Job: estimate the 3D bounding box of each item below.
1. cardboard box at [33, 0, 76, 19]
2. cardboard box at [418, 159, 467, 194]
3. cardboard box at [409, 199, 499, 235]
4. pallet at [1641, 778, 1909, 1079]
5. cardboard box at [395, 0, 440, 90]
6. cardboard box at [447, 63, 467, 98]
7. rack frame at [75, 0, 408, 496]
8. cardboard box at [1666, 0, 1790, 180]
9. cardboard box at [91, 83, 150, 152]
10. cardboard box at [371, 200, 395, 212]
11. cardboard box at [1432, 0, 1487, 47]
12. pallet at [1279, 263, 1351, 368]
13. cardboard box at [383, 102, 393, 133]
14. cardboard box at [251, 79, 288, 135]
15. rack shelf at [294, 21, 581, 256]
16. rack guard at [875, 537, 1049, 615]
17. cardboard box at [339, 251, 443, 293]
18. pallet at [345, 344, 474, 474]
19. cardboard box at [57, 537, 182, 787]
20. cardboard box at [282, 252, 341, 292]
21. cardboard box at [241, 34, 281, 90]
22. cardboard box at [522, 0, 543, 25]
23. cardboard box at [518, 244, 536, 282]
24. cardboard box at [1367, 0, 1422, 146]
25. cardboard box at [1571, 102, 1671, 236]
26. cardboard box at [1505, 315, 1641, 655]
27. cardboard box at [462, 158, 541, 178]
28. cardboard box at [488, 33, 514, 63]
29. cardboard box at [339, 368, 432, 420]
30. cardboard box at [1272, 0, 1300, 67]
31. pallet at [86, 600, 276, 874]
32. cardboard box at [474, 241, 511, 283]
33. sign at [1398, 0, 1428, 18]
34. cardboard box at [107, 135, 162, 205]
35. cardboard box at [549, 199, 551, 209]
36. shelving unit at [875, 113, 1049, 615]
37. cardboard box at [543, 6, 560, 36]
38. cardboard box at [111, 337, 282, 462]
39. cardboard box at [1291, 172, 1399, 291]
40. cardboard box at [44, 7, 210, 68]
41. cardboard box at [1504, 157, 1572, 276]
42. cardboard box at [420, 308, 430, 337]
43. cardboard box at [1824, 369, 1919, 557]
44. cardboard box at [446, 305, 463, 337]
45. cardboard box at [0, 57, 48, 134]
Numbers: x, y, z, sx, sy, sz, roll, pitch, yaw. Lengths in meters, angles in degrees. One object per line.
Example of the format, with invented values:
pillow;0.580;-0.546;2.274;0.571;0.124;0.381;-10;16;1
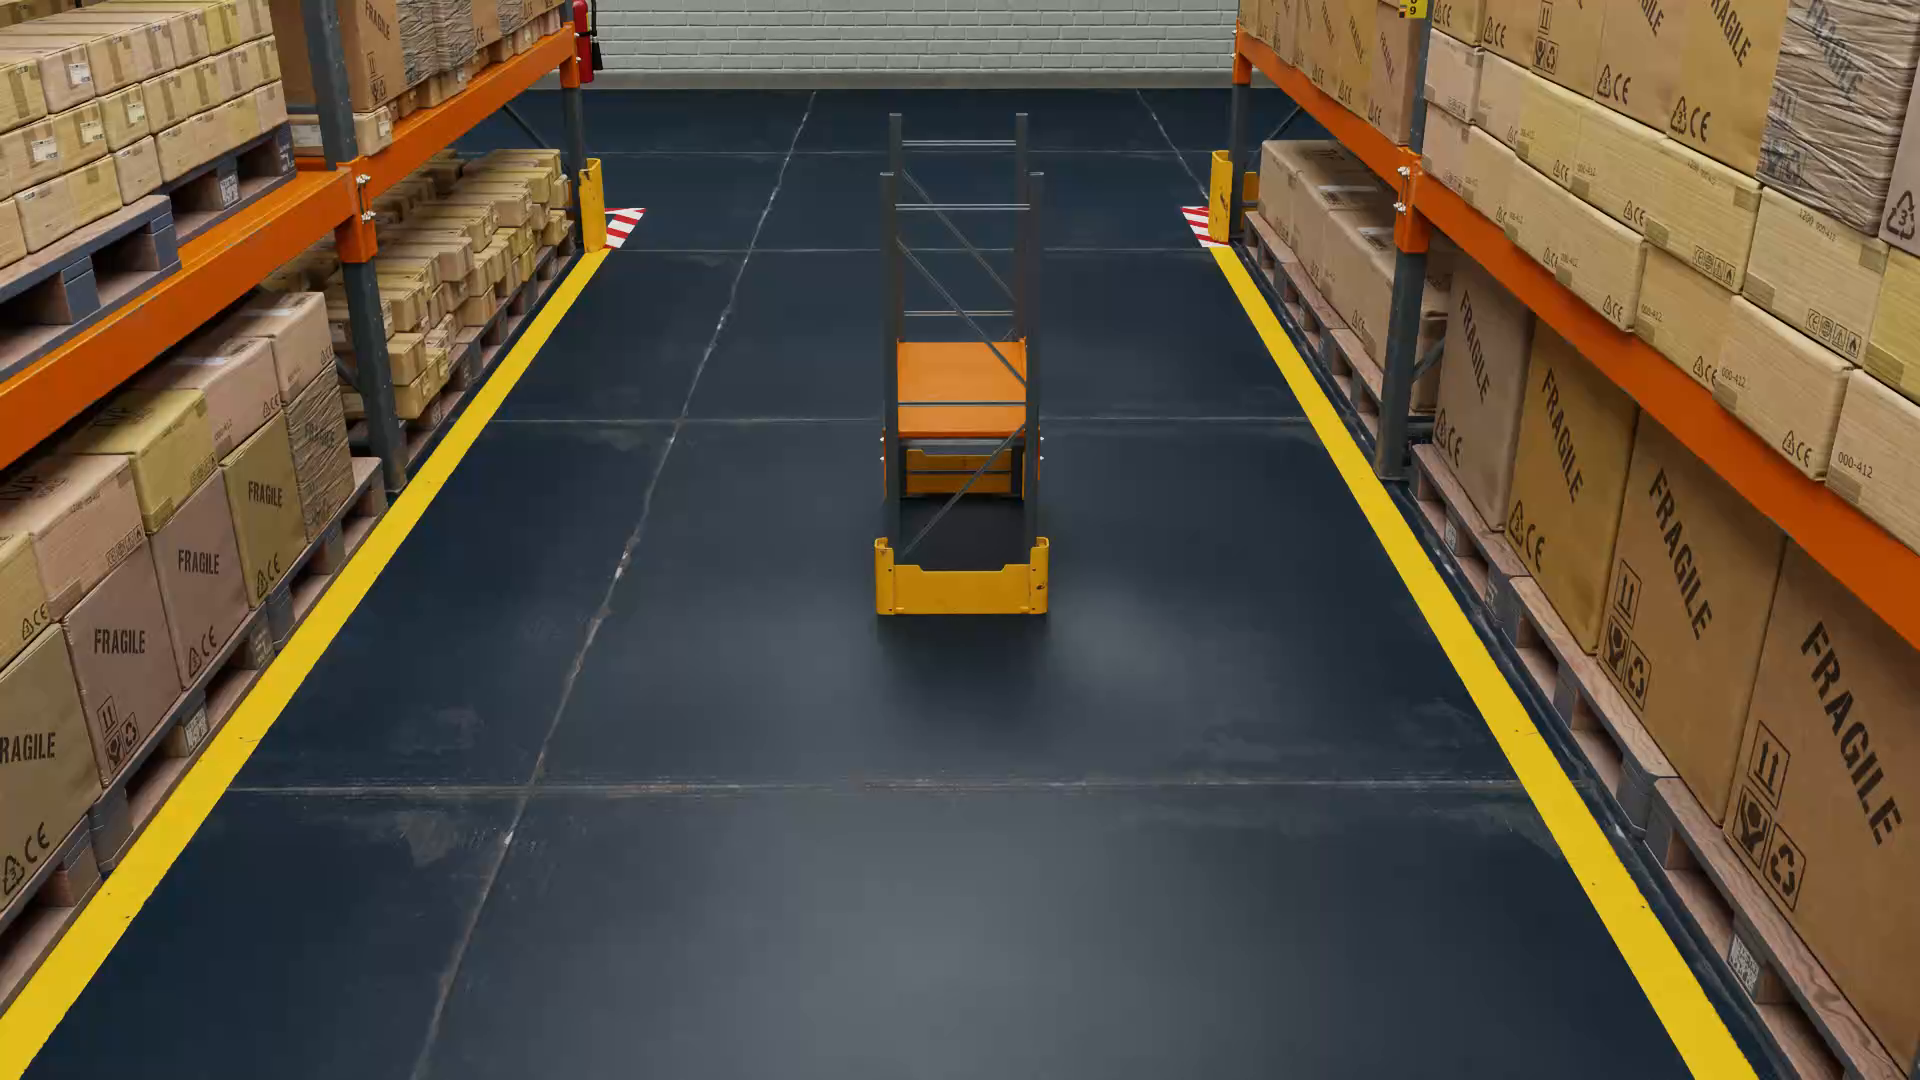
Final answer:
cardboard box;-3.196;-1.750;5.553;0.380;0.149;0.250;1;24;2
cardboard box;-2.995;-2.048;9.366;0.380;0.149;0.250;0;24;0
cardboard box;-2.560;-1.625;8.430;0.380;0.149;0.250;-1;24;-2
pallet;2.318;0.963;3.864;1.003;0.211;1.213;0;24;-1
cardboard box;-2.507;-2.157;6.896;0.500;0.500;0.500;0;24;-1
cardboard box;-2.480;-2.113;7.586;0.380;0.149;0.250;1;24;2
rack frame;-2.741;-1.566;6.074;1.000;3.000;0.127;0;24;-1
cardboard box;1.972;-1.111;3.732;0.500;0.500;0.500;0;24;-1
cardboard box;-2.526;-1.185;4.665;0.380;0.149;0.250;-1;24;-3
cardboard box;-3.084;-1.619;8.417;0.380;0.149;0.250;0;24;0
cardboard box;1.925;-1.949;5.584;0.500;0.500;0.500;0;24;0
pallet;2.262;-1.177;8.597;1.003;0.211;1.213;0;24;-1
cardboard box;-2.494;-1.676;6.621;0.380;0.149;0.250;0;24;1
cardboard box;-2.539;-1.481;5.679;0.380;0.149;0.250;-1;24;-2
rack shelf;-2.763;-2.063;8.044;1.077;0.370;4.000;0;24;-1
rack guard;0.006;0.123;5.675;0.587;0.250;0.087;0;24;-1
cardboard box;-2.559;-1.198;7.487;0.380;0.149;0.250;-1;24;-2
pallet;-2.784;-0.573;7.260;1.003;0.211;1.213;0;24;-1
cardboard box;-2.469;0.318;4.430;0.500;0.500;0.500;-1;24;-2
cardboard box;-2.982;-1.190;7.470;0.380;0.149;0.250;1;24;1
cardboard box;-2.539;-1.616;5.617;0.380;0.149;0.250;0;24;1
cardboard box;-2.522;-3.000;8.760;0.500;0.500;0.500;-1;24;-1
cardboard box;-2.468;-1.470;8.810;0.380;0.149;0.250;-1;24;-3
cardboard box;1.947;-1.866;6.614;0.500;0.500;0.500;0;24;0
cardboard box;1.951;-0.976;4.344;0.500;0.250;0.500;-1;24;-2
cardboard box;2.312;-0.226;5.179;0.875;0.875;0.875;0;24;1
cardboard box;-2.580;-2.057;9.387;0.380;0.149;0.250;0;24;0
cardboard box;-2.516;-2.548;8.548;0.380;0.149;0.250;-1;24;-3
cardboard box;-2.424;-0.610;6.909;0.380;0.149;0.250;-1;24;-3
cardboard box;1.903;-2.707;8.474;0.500;0.500;0.500;0;24;-1
pallet;-2.715;0.529;4.825;1.003;0.211;1.213;0;24;-1
cardboard box;-2.452;-1.380;8.250;0.380;0.149;0.250;0;24;0
sign;1.653;-2.058;6.013;0.100;0.325;0.005;0;24;-1
cardboard box;-2.523;-1.053;4.733;0.380;0.149;0.250;-1;24;-3
cardboard box;-2.544;-1.919;9.441;0.380;0.149;0.250;-1;24;-2
shelving unit;0.001;-0.652;5.871;0.587;1.500;1.083;0;24;-1
cardboard box;-2.498;-2.967;9.475;0.380;0.149;0.250;0;24;0
cardboard box;-2.488;-0.443;5.203;0.500;0.250;0.500;1;24;2
cardboard box;2.290;-1.654;8.867;0.875;0.438;0.875;0;24;1
cardboard box;-2.537;-1.533;5.072;0.380;0.149;0.250;-1;24;-2
cardboard box;1.945;-0.955;4.904;0.500;0.250;0.500;0;24;-1
cardboard box;-2.556;-0.949;7.298;0.380;0.149;0.250;0;24;-1
cardboard box;1.986;-0.121;3.060;0.500;0.250;0.500;-1;24;-2
cardboard box;-2.572;-1.037;7.853;0.380;0.149;0.250;-1;24;-3
cardboard box;-2.523;-1.102;4.120;0.380;0.149;0.250;-1;24;-1
